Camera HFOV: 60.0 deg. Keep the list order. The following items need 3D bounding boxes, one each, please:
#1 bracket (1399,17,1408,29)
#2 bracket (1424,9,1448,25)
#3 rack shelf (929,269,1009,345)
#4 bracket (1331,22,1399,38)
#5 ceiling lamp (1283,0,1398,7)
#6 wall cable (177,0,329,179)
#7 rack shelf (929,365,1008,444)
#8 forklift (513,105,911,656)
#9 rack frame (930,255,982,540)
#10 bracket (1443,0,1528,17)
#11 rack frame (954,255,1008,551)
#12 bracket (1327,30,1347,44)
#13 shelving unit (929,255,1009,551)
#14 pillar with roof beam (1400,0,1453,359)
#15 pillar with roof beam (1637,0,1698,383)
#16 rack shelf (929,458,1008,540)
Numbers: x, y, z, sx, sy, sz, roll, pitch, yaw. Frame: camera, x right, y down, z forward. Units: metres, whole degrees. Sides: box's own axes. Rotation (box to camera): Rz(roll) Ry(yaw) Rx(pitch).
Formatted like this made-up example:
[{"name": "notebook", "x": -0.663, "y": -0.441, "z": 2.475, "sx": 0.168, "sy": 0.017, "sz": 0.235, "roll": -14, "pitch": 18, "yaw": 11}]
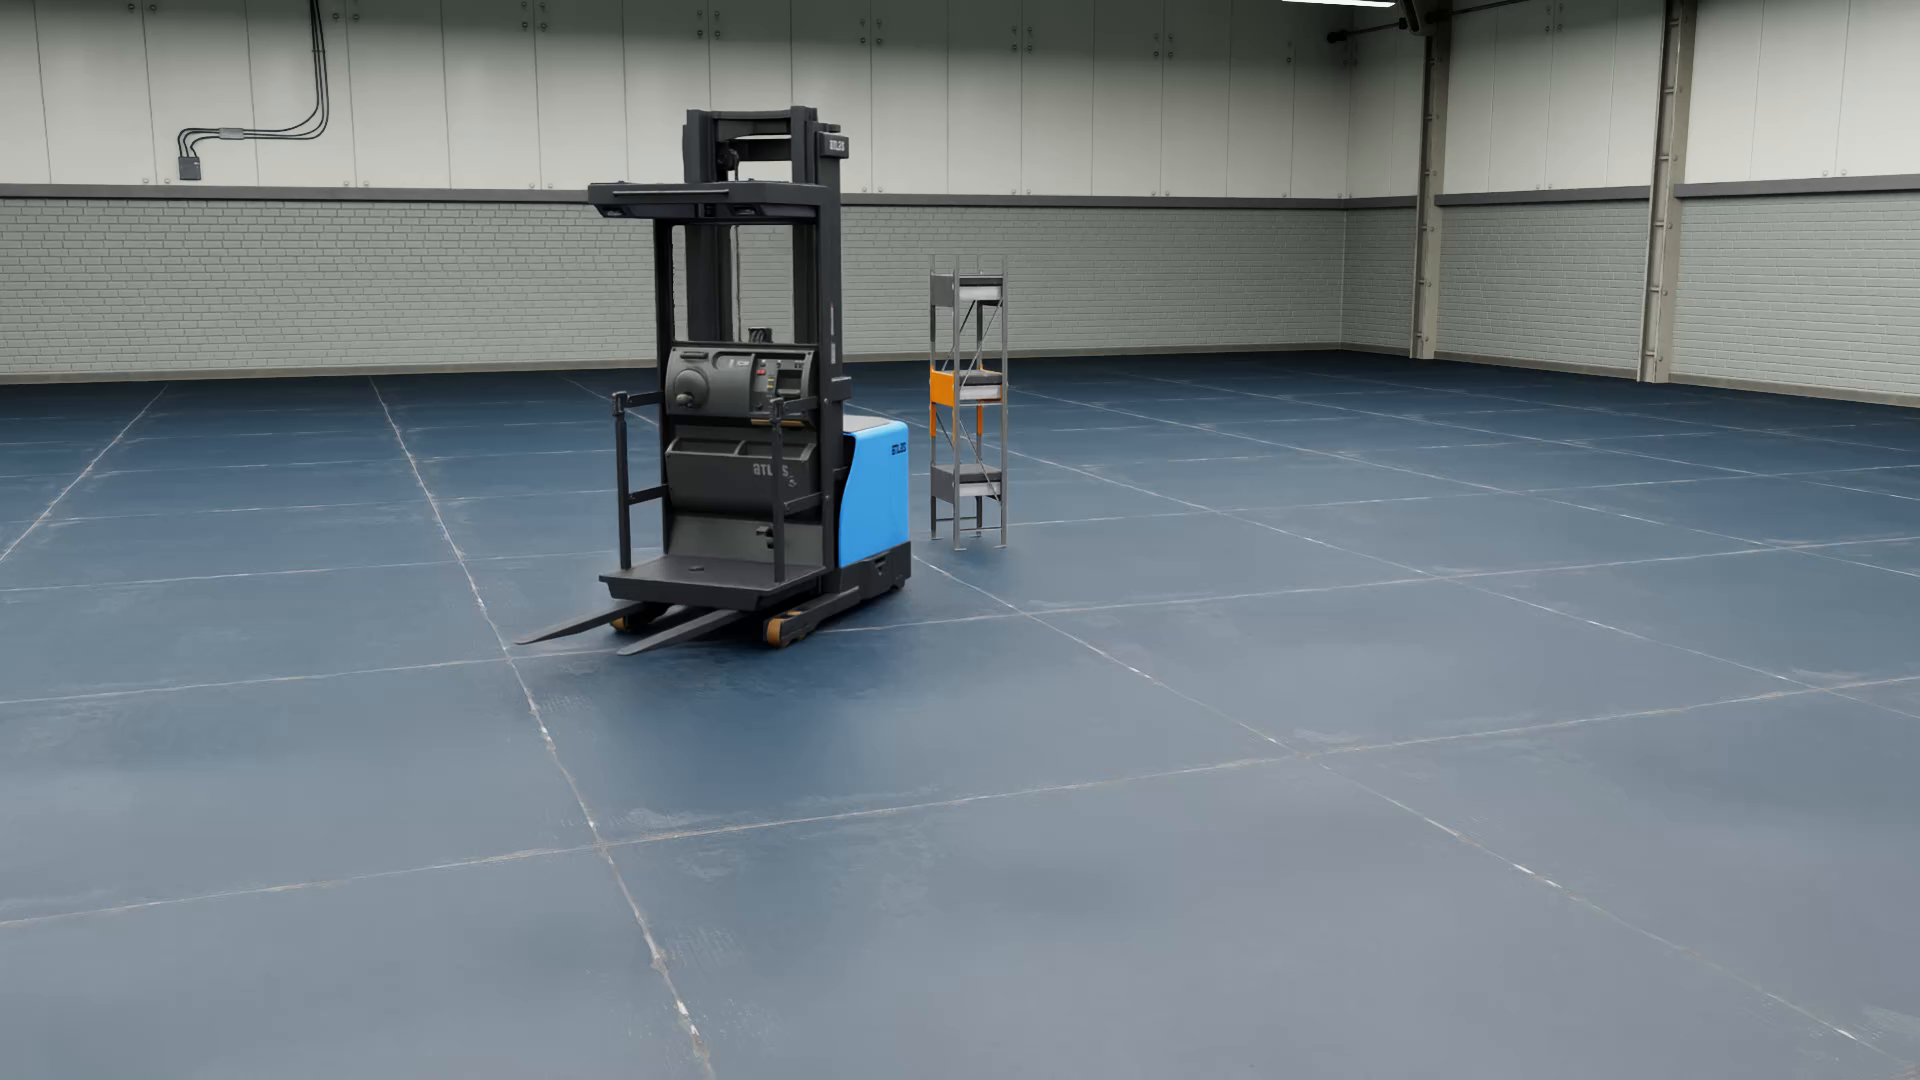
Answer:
[{"name": "bracket", "x": 8.477, "y": -9.770, "z": 31.371, "sx": 0.235, "sy": 0.232, "sz": 0.430, "roll": -4, "pitch": 11, "yaw": -21}, {"name": "bracket", "x": 8.778, "y": -9.634, "z": 30.609, "sx": 0.235, "sy": 0.232, "sz": 0.430, "roll": -4, "pitch": 11, "yaw": -21}, {"name": "rack shelf", "x": 0.060, "y": -1.683, "z": 11.964, "sx": 0.431, "sy": 0.518, "sz": 0.480, "roll": -4, "pitch": 11, "yaw": -21}, {"name": "bracket", "x": 7.832, "y": -10.060, "z": 33.003, "sx": 0.076, "sy": 0.066, "sz": 3.189, "roll": -4, "pitch": 11, "yaw": -21}, {"name": "ceiling lamp", "x": 5.735, "y": -9.881, "z": 25.605, "sx": 2.000, "sy": 3.185, "sz": 0.800, "roll": -4, "pitch": 11, "yaw": -21}, {"name": "wall cable", "x": -11.382, "y": -8.792, "z": 26.443, "sx": 2.305, "sy": 6.003, "sz": 0.169, "roll": -4, "pitch": 11, "yaw": -21}, {"name": "rack shelf", "x": 0.060, "y": -0.993, "z": 12.087, "sx": 0.431, "sy": 0.518, "sz": 0.480, "roll": -4, "pitch": 11, "yaw": -21}, {"name": "forklift", "x": -1.343, "y": -0.937, "z": 9.316, "sx": 1.130, "sy": 2.935, "sz": 3.031, "roll": 4, "pitch": 11, "yaw": 22}, {"name": "rack frame", "x": -0.028, "y": -1.047, "z": 12.308, "sx": 0.400, "sy": 2.100, "sz": 0.015, "roll": -4, "pitch": 11, "yaw": -21}, {"name": "bracket", "x": 9.711, "y": -9.214, "z": 28.245, "sx": 0.076, "sy": 0.066, "sz": 4.783, "roll": -4, "pitch": 11, "yaw": -21}, {"name": "rack frame", "x": 0.148, "y": -0.967, "z": 11.860, "sx": 0.400, "sy": 2.100, "sz": 0.015, "roll": -4, "pitch": 11, "yaw": -21}, {"name": "bracket", "x": 7.618, "y": -10.157, "z": 33.545, "sx": 0.235, "sy": 0.232, "sz": 0.430, "roll": -4, "pitch": 11, "yaw": -21}, {"name": "shelving unit", "x": 0.060, "y": -1.007, "z": 12.084, "sx": 0.431, "sy": 2.100, "sz": 0.503, "roll": -4, "pitch": 11, "yaw": -21}, {"name": "pillar with roof beam", "x": 4.946, "y": -7.679, "z": 29.896, "sx": 9.100, "sy": 9.000, "sz": 0.548, "roll": -4, "pitch": 11, "yaw": -21}, {"name": "pillar with roof beam", "x": 7.120, "y": -6.700, "z": 24.390, "sx": 9.100, "sy": 9.000, "sz": 0.400, "roll": -4, "pitch": 11, "yaw": -21}, {"name": "rack shelf", "x": 0.060, "y": -0.304, "z": 12.209, "sx": 0.431, "sy": 0.518, "sz": 0.480, "roll": -4, "pitch": 11, "yaw": -21}]
